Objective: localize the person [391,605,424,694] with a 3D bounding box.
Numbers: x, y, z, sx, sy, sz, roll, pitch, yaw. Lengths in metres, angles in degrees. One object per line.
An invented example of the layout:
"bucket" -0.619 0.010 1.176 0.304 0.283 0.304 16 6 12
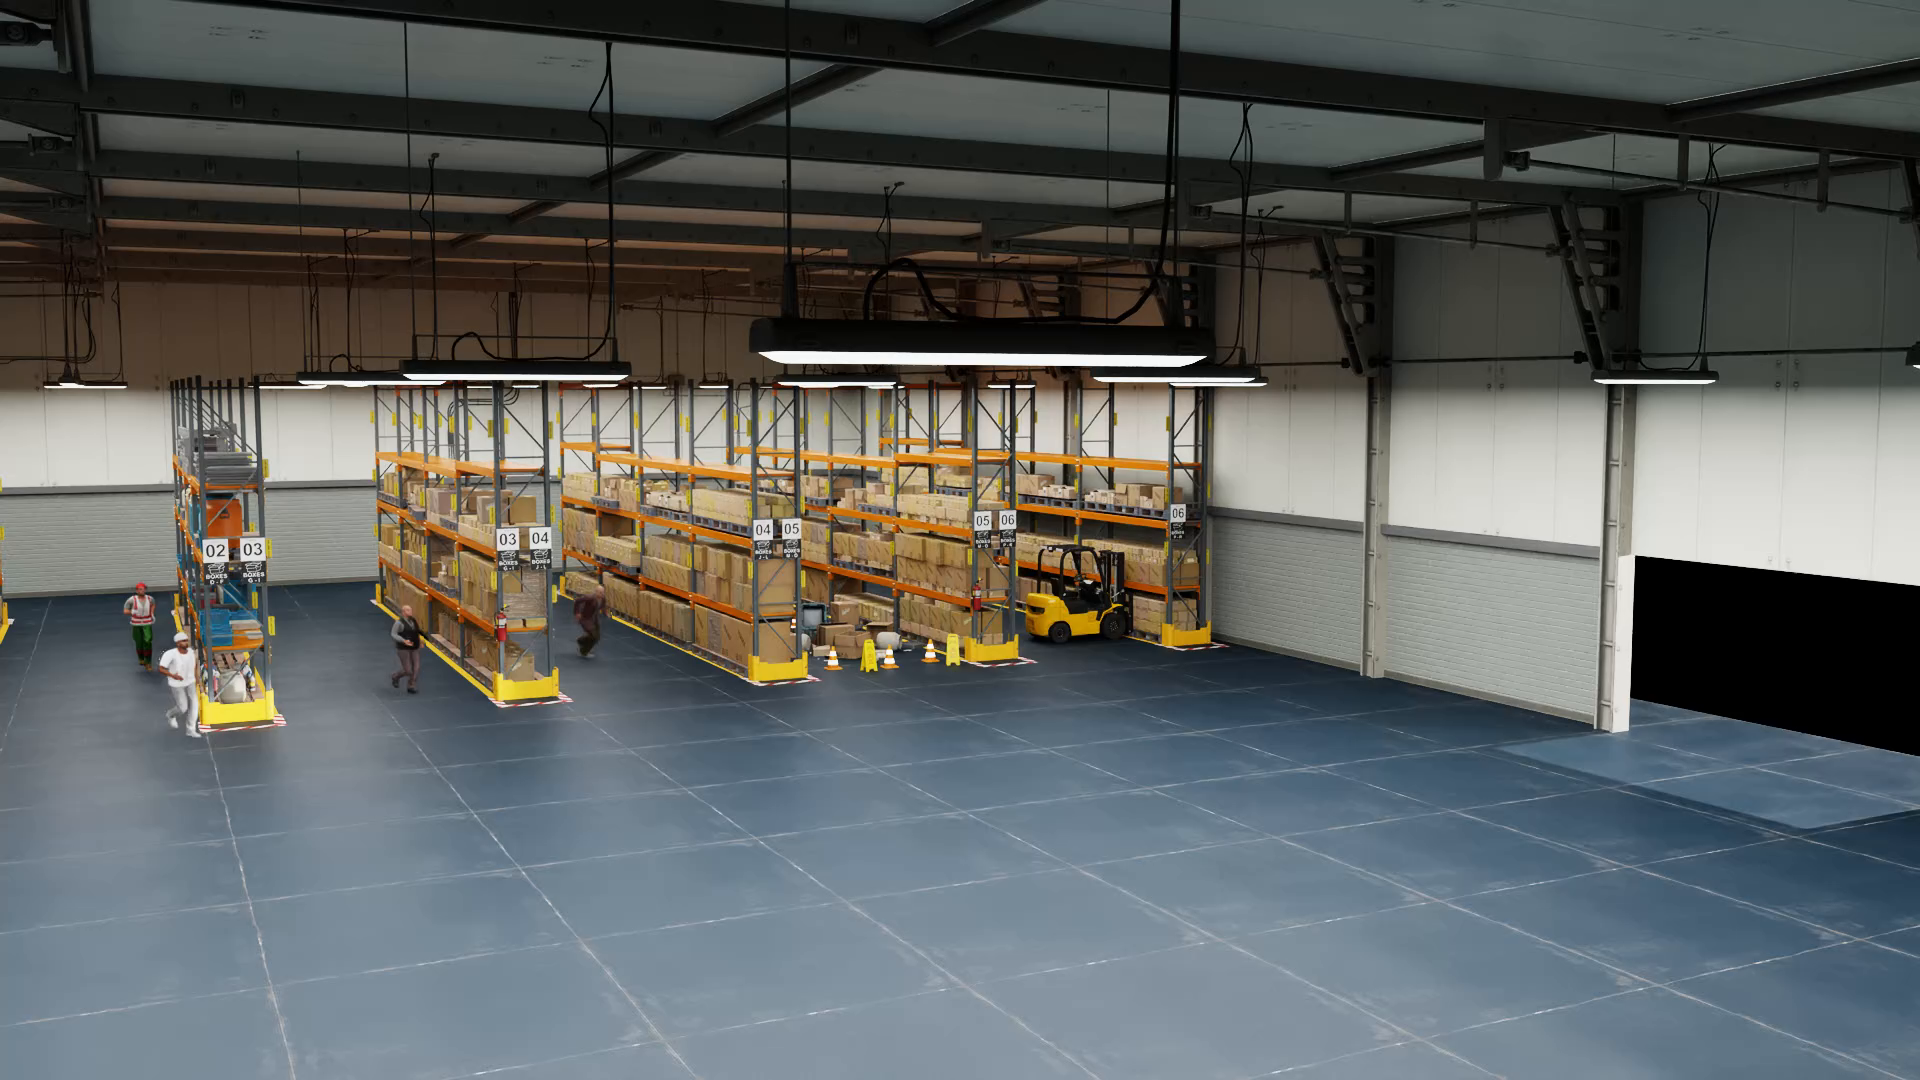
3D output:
"person" -10.511 2.074 31.616 0.654 1.681 0.654 3 6 31

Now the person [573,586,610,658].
"person" -7.920 1.762 35.683 0.869 1.597 0.736 3 6 32

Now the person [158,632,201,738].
"person" -12.966 2.405 27.692 0.784 1.754 0.740 3 6 32

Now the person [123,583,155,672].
"person" -16.901 1.793 34.292 0.616 1.851 0.792 -3 6 -32
